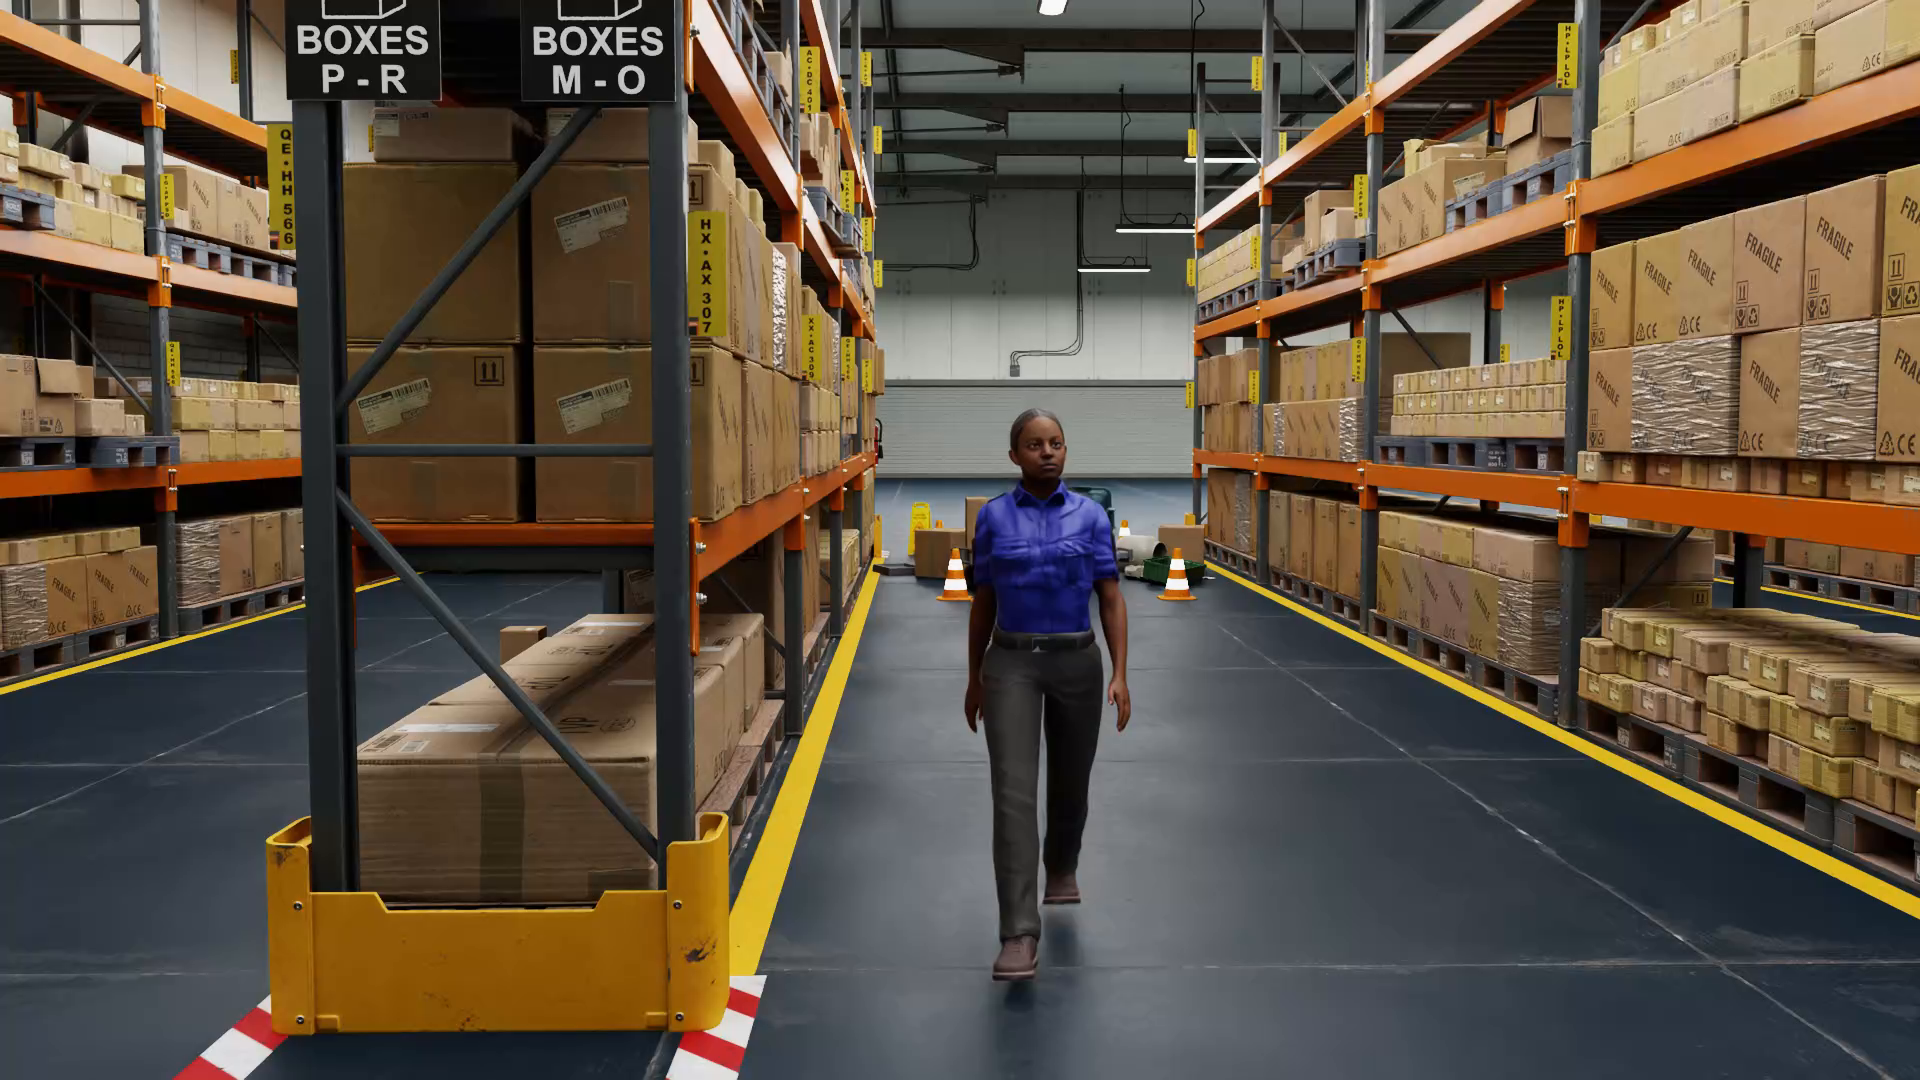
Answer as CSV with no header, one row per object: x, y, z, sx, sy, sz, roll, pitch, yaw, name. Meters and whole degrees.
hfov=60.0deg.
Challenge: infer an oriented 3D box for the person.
0.258,0.409,4.962,0.479,1.602,0.974,0,4,-2,person
